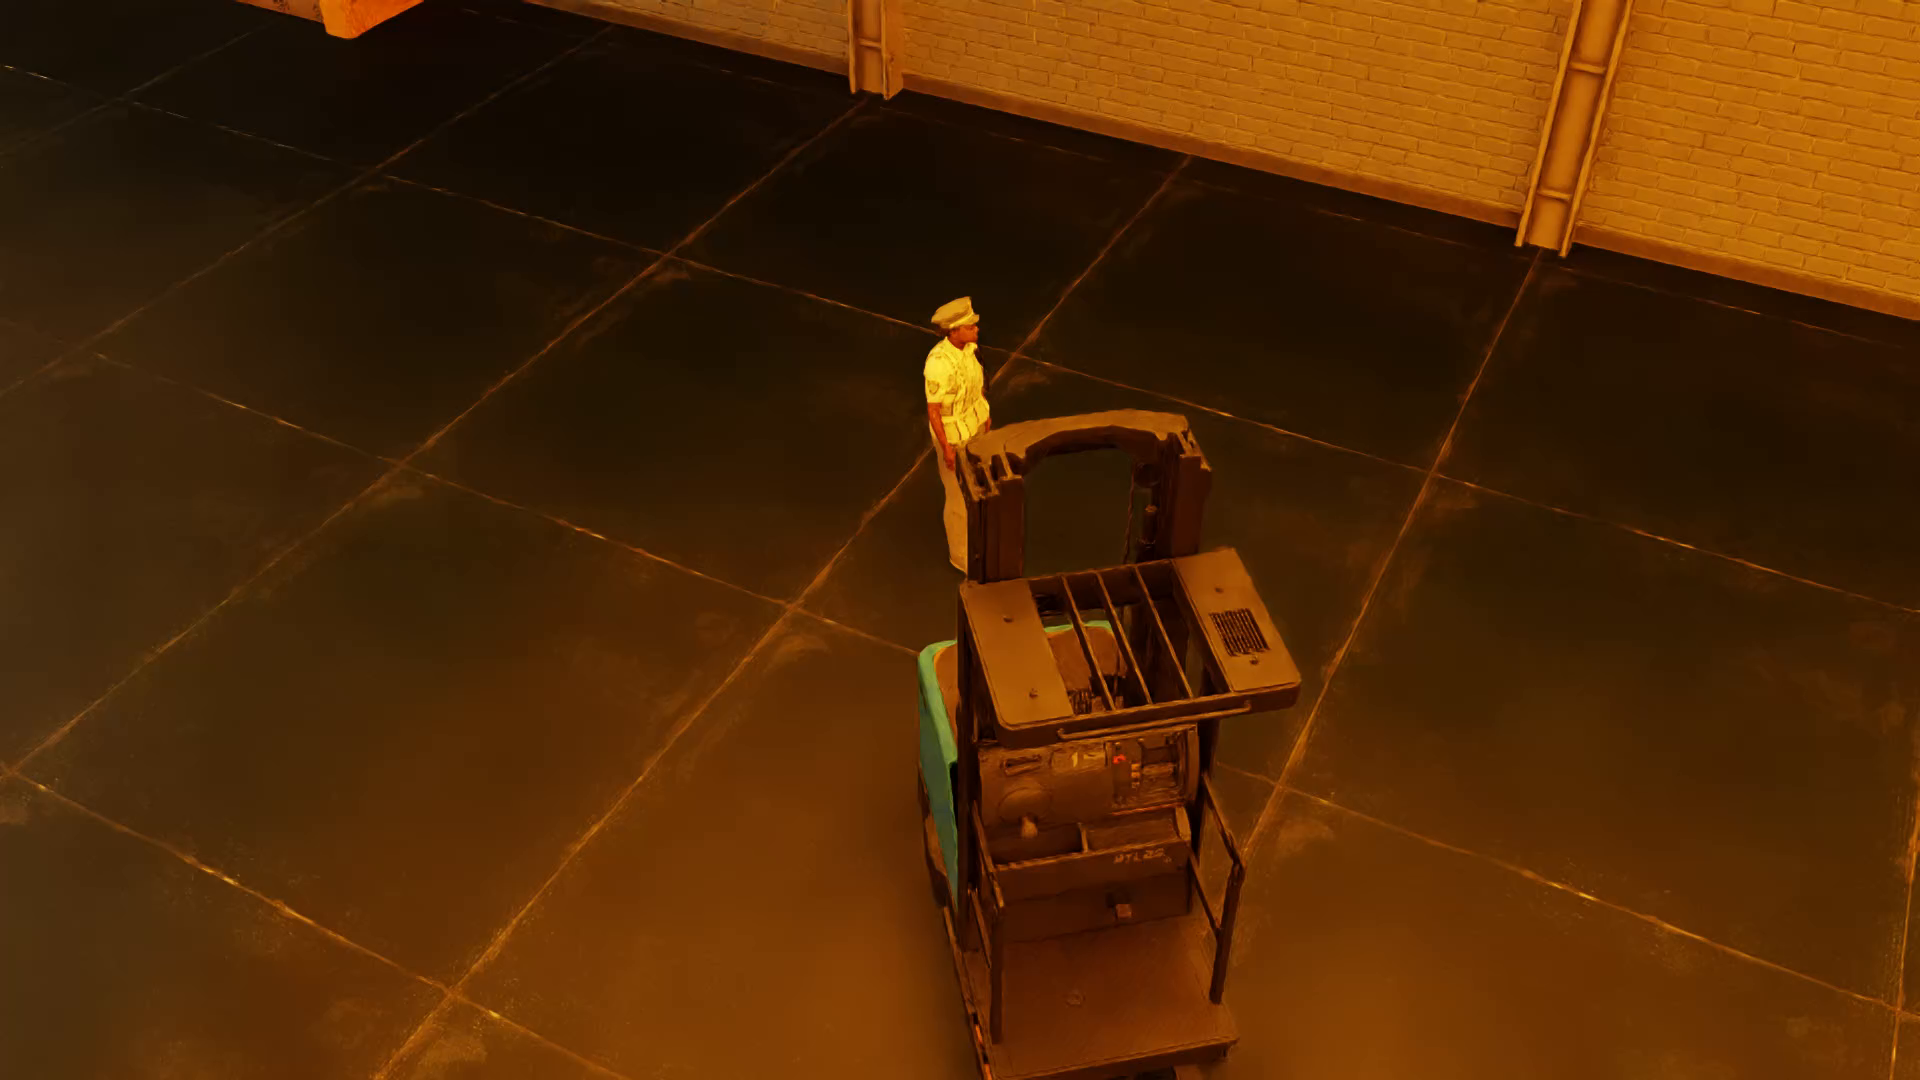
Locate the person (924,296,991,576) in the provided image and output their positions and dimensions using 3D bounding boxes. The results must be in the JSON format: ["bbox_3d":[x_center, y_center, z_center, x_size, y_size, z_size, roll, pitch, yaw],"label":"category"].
[{"bbox_3d":[0.058,-0.621,9.671,0.529,1.695,0.570,18,43,21],"label":"person"}]

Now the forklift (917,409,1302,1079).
[{"bbox_3d":[0.582,1.068,6.718,1.130,2.935,3.031,-8,41,-9],"label":"forklift"}]
